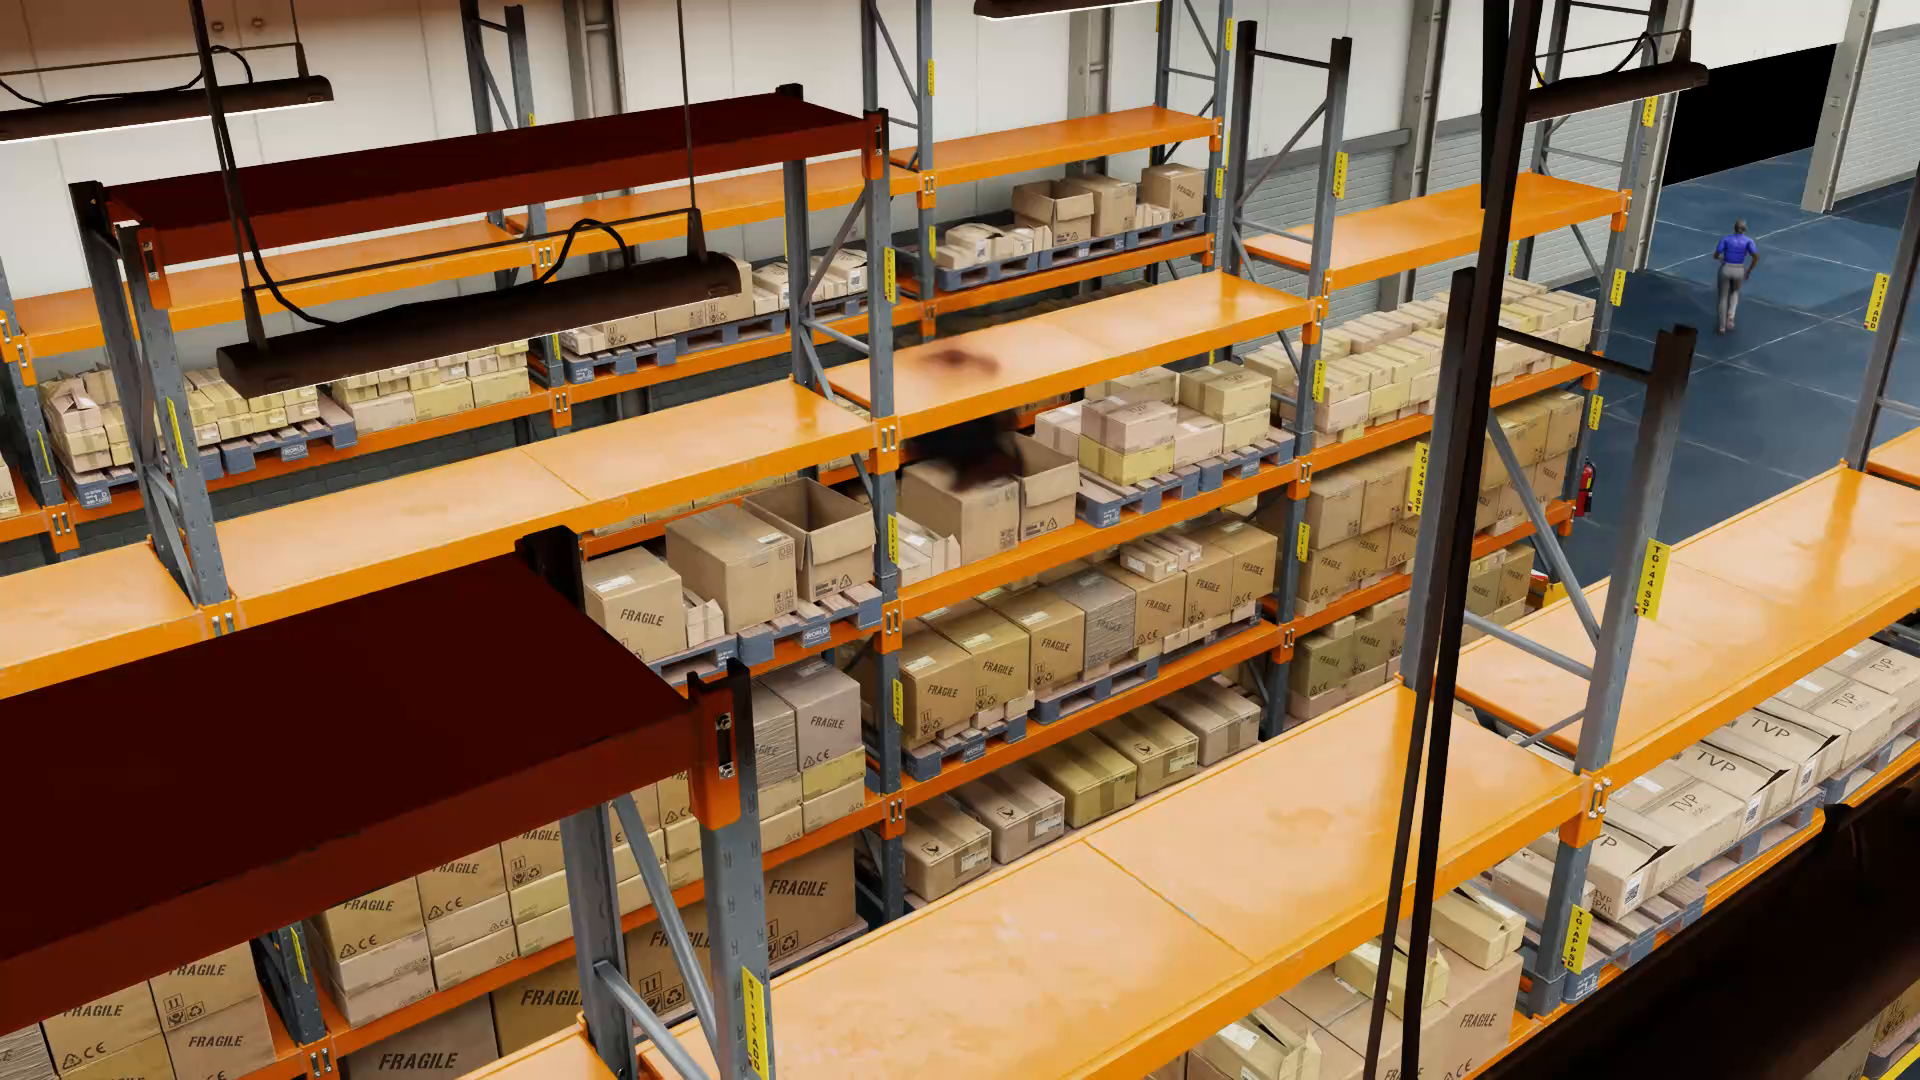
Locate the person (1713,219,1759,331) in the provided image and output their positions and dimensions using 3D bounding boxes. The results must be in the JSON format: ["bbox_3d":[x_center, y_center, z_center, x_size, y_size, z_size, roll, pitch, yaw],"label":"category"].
[{"bbox_3d":[11.194,-3.858,24.144,0.578,1.645,0.646,8,27,16],"label":"person"}]
